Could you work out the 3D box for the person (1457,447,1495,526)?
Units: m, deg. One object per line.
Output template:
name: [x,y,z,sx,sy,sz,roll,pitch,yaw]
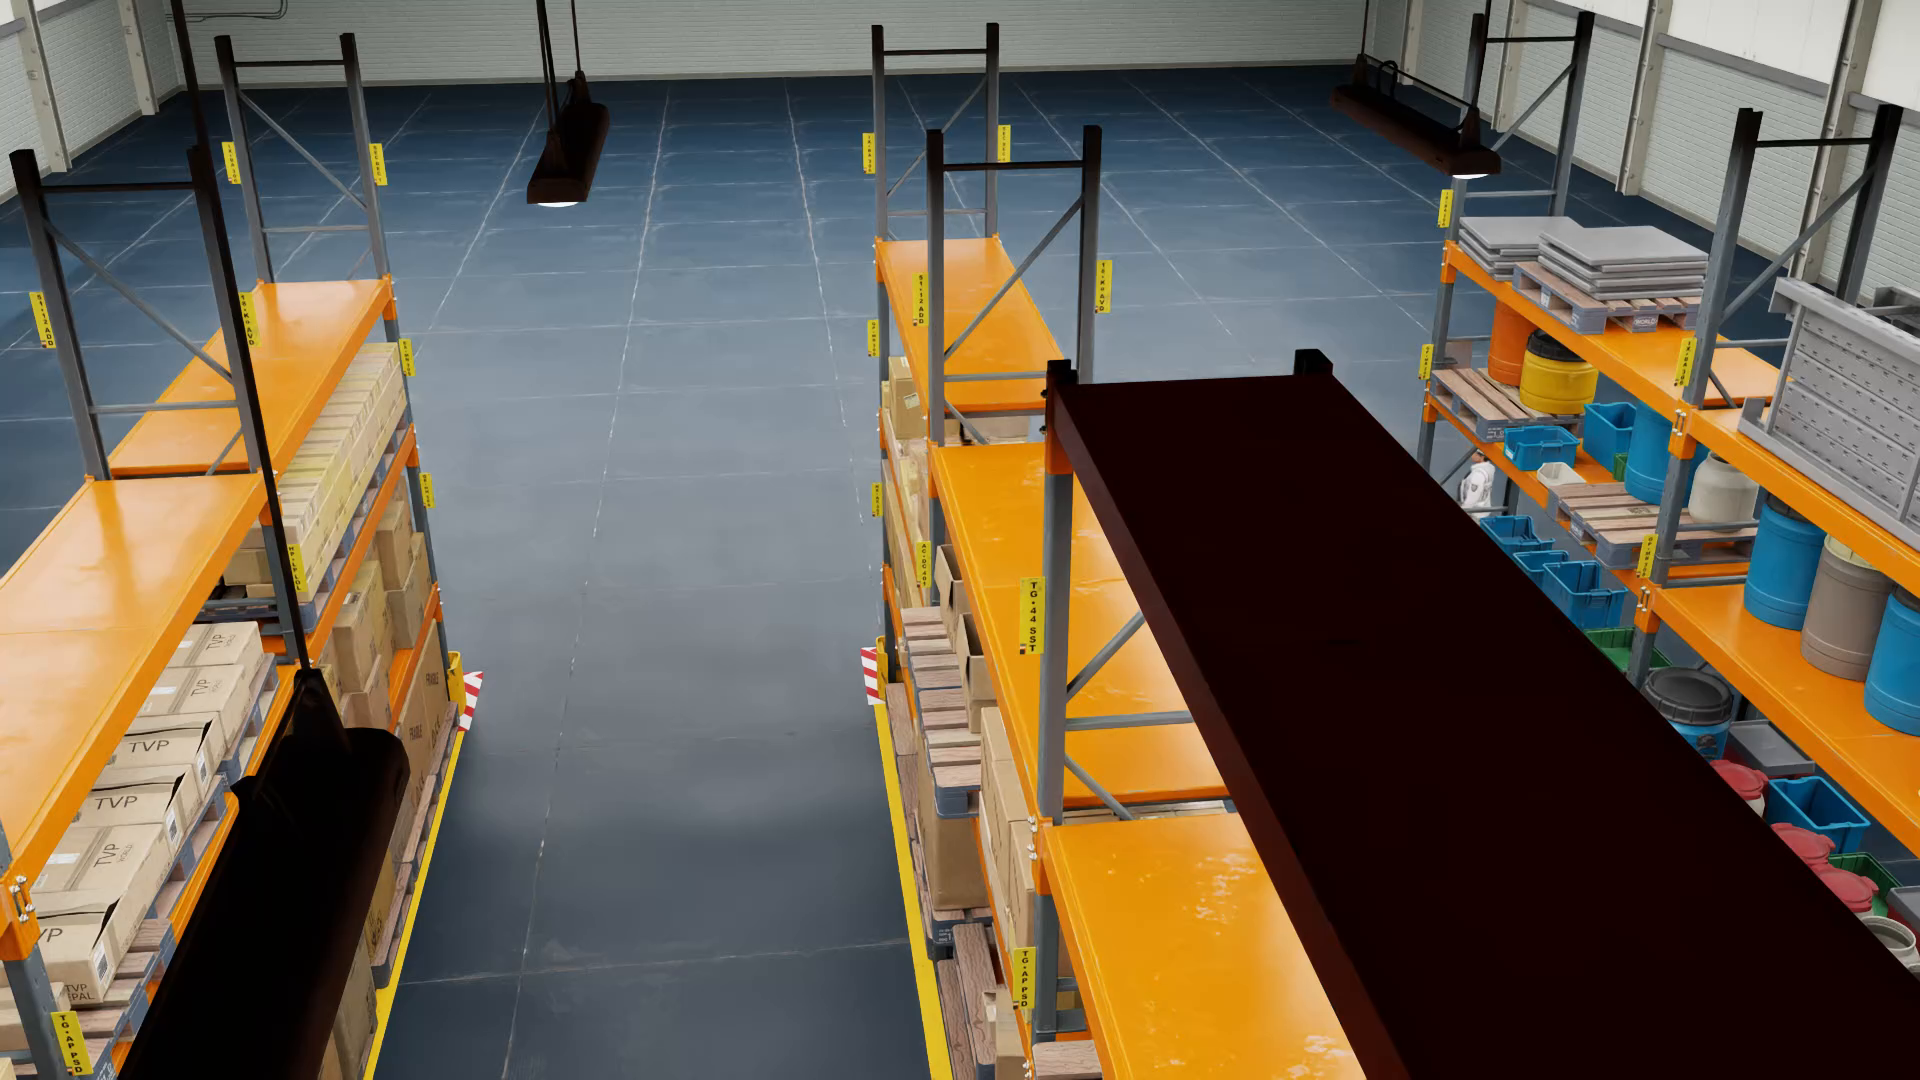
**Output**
person: [5.283,-0.266,17.114,0.775,1.651,0.538,15,29,28]
